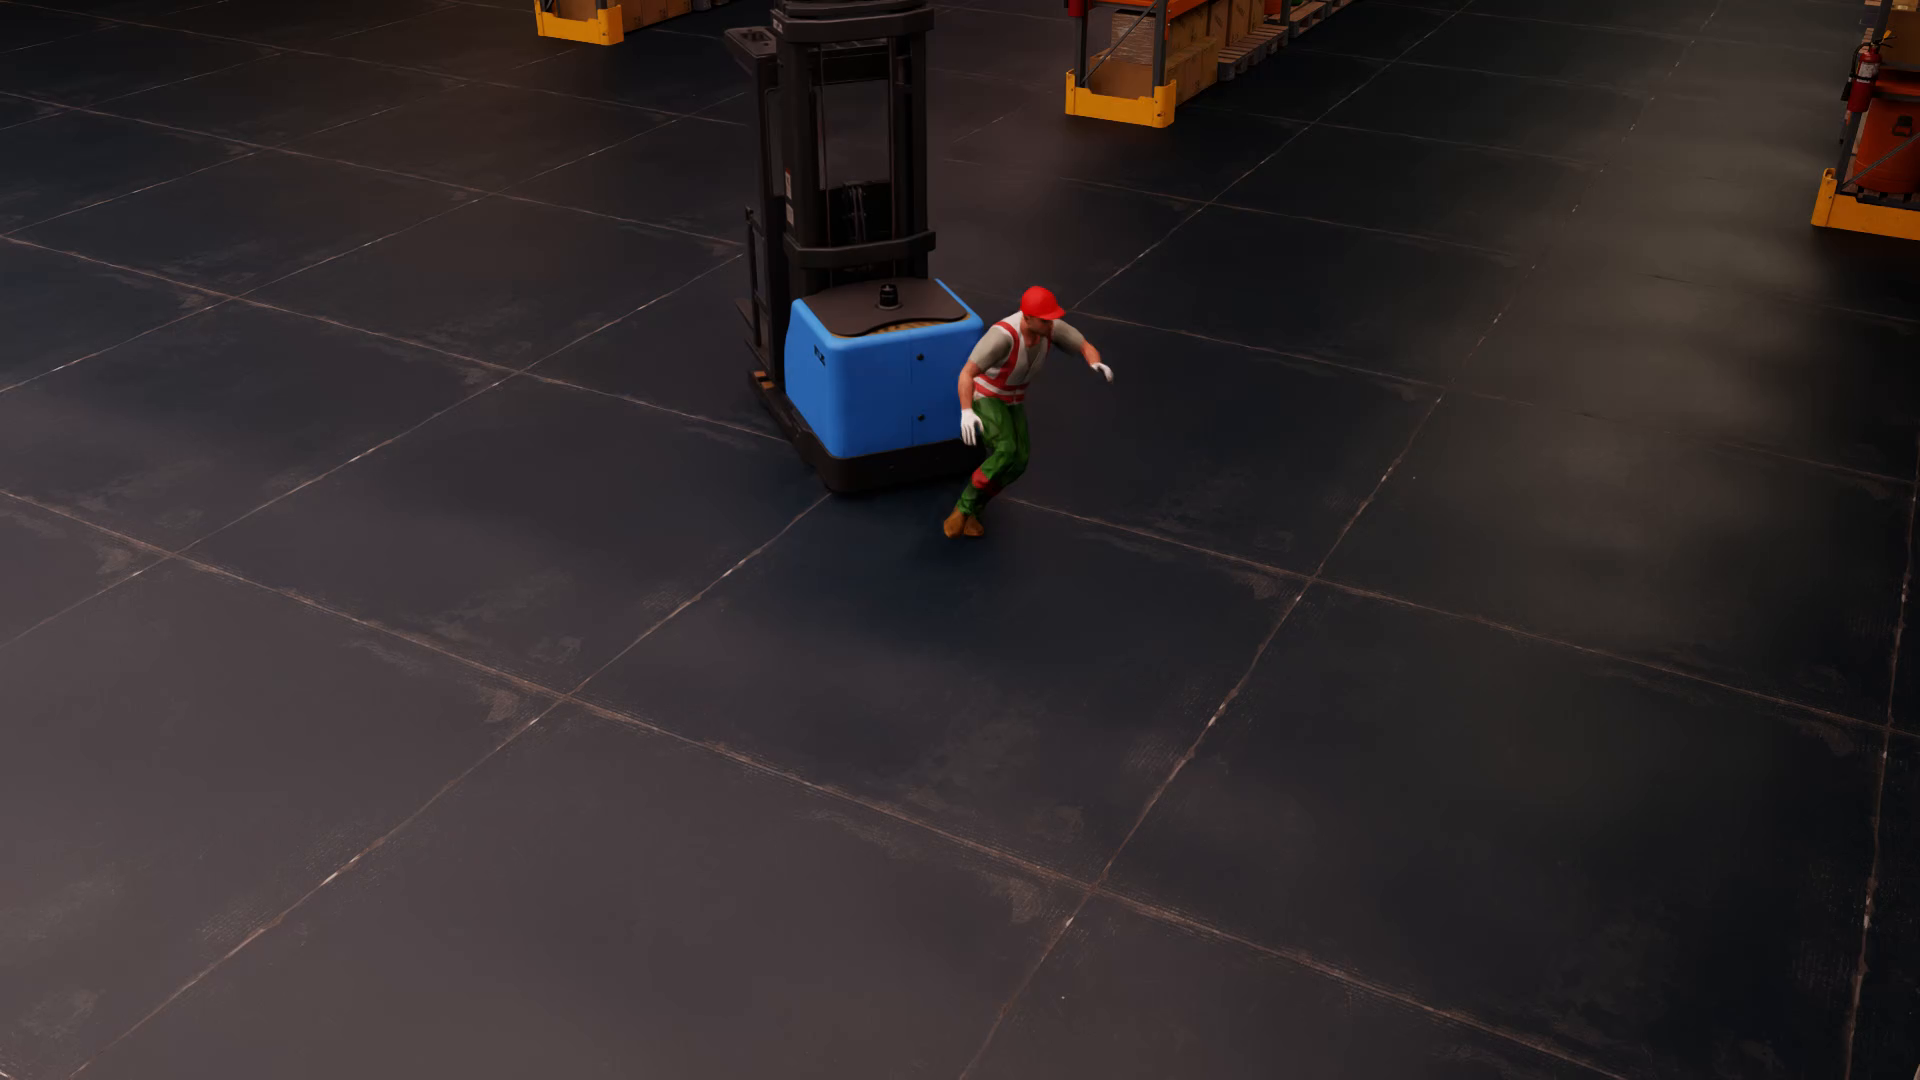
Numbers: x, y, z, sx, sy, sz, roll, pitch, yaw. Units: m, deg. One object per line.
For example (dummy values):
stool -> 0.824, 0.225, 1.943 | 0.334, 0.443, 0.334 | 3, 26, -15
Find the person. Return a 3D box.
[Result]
person -> 0.348, -0.729, 9.753 | 0.919, 1.528, 1.067 | 25, 38, 36

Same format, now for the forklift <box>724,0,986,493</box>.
forklift -> -0.855, -2.285, 11.029 | 1.130, 2.935, 3.031 | -11, 32, -19
